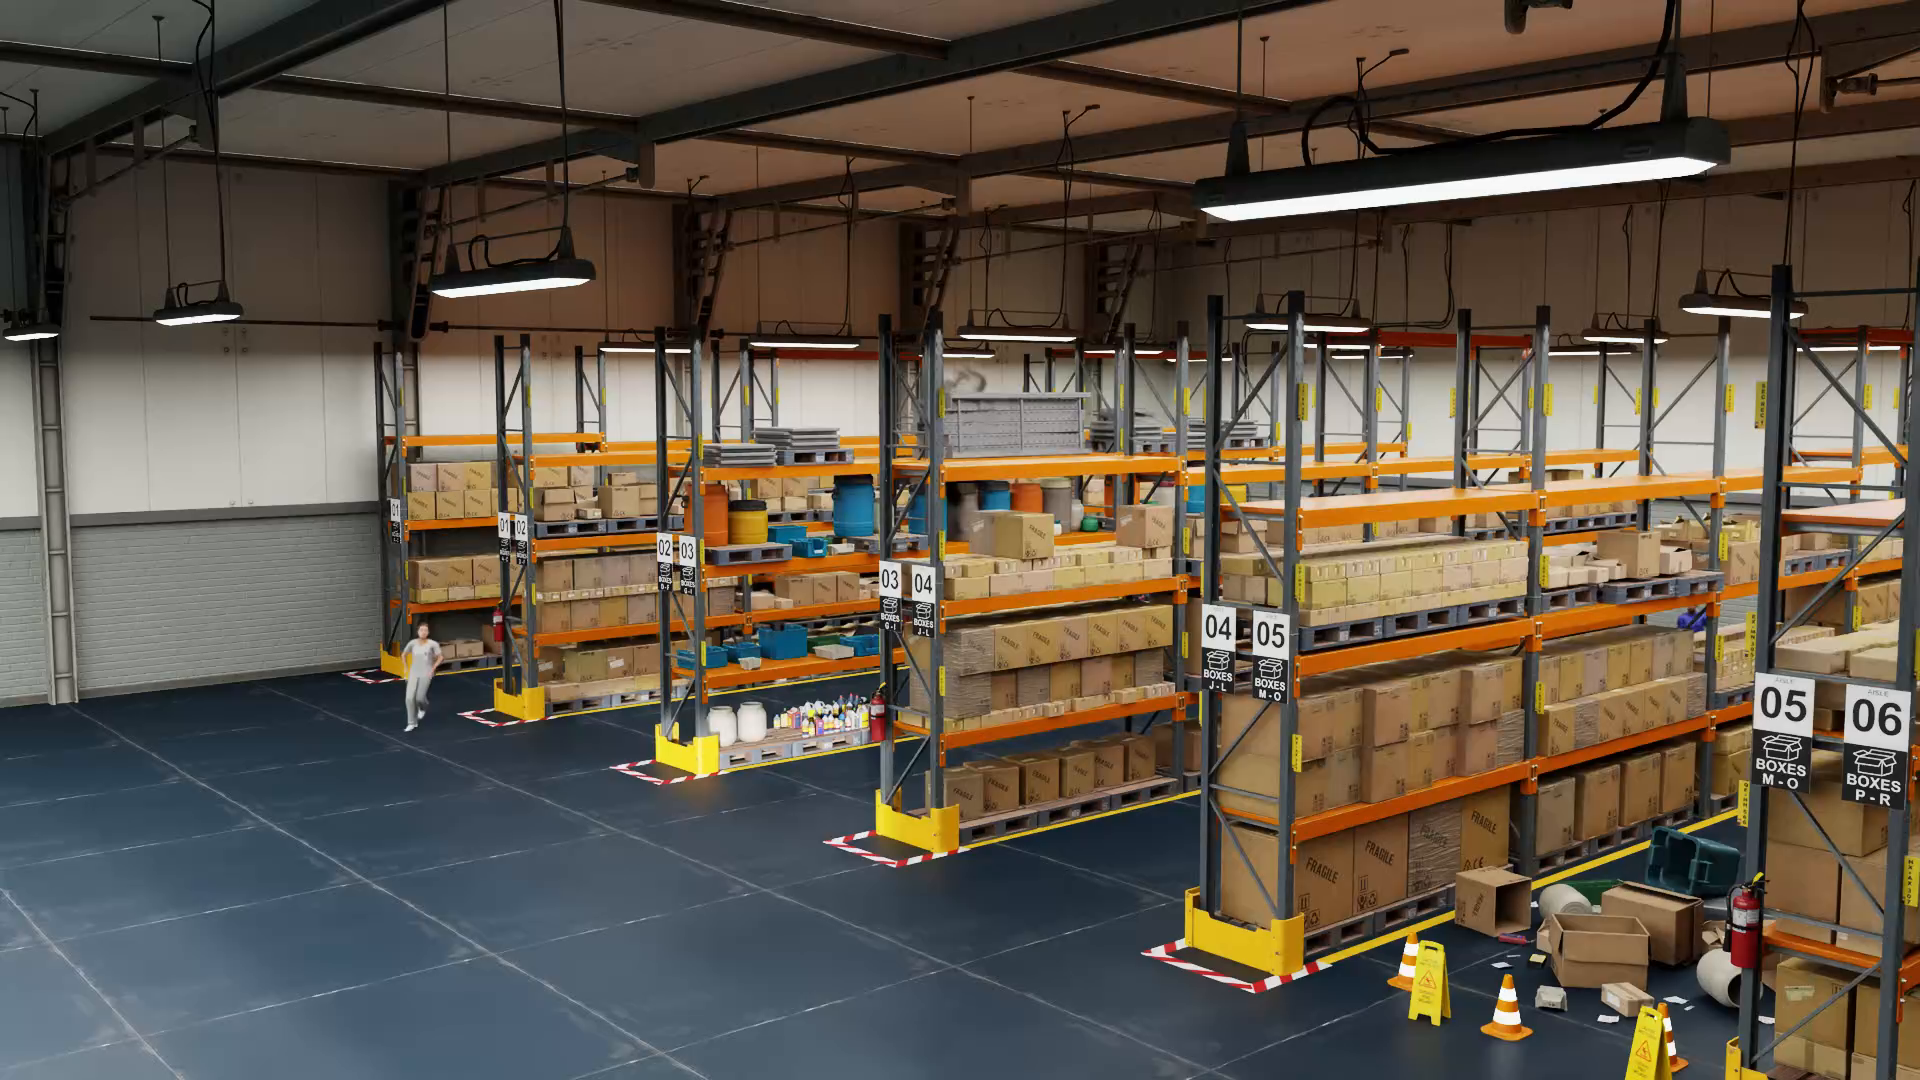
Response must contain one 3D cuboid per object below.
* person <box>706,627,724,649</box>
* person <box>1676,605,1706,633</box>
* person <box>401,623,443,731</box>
[{"bbox_3d":[-4.590,1.545,30.945,0.538,1.605,0.877,4,7,37],"label":"person"},{"bbox_3d":[12.425,1.789,28.148,0.570,1.592,0.619,3,6,31],"label":"person"},{"bbox_3d":[-8.202,2.065,25.376,0.612,1.638,0.609,0,5,-4],"label":"person"}]
